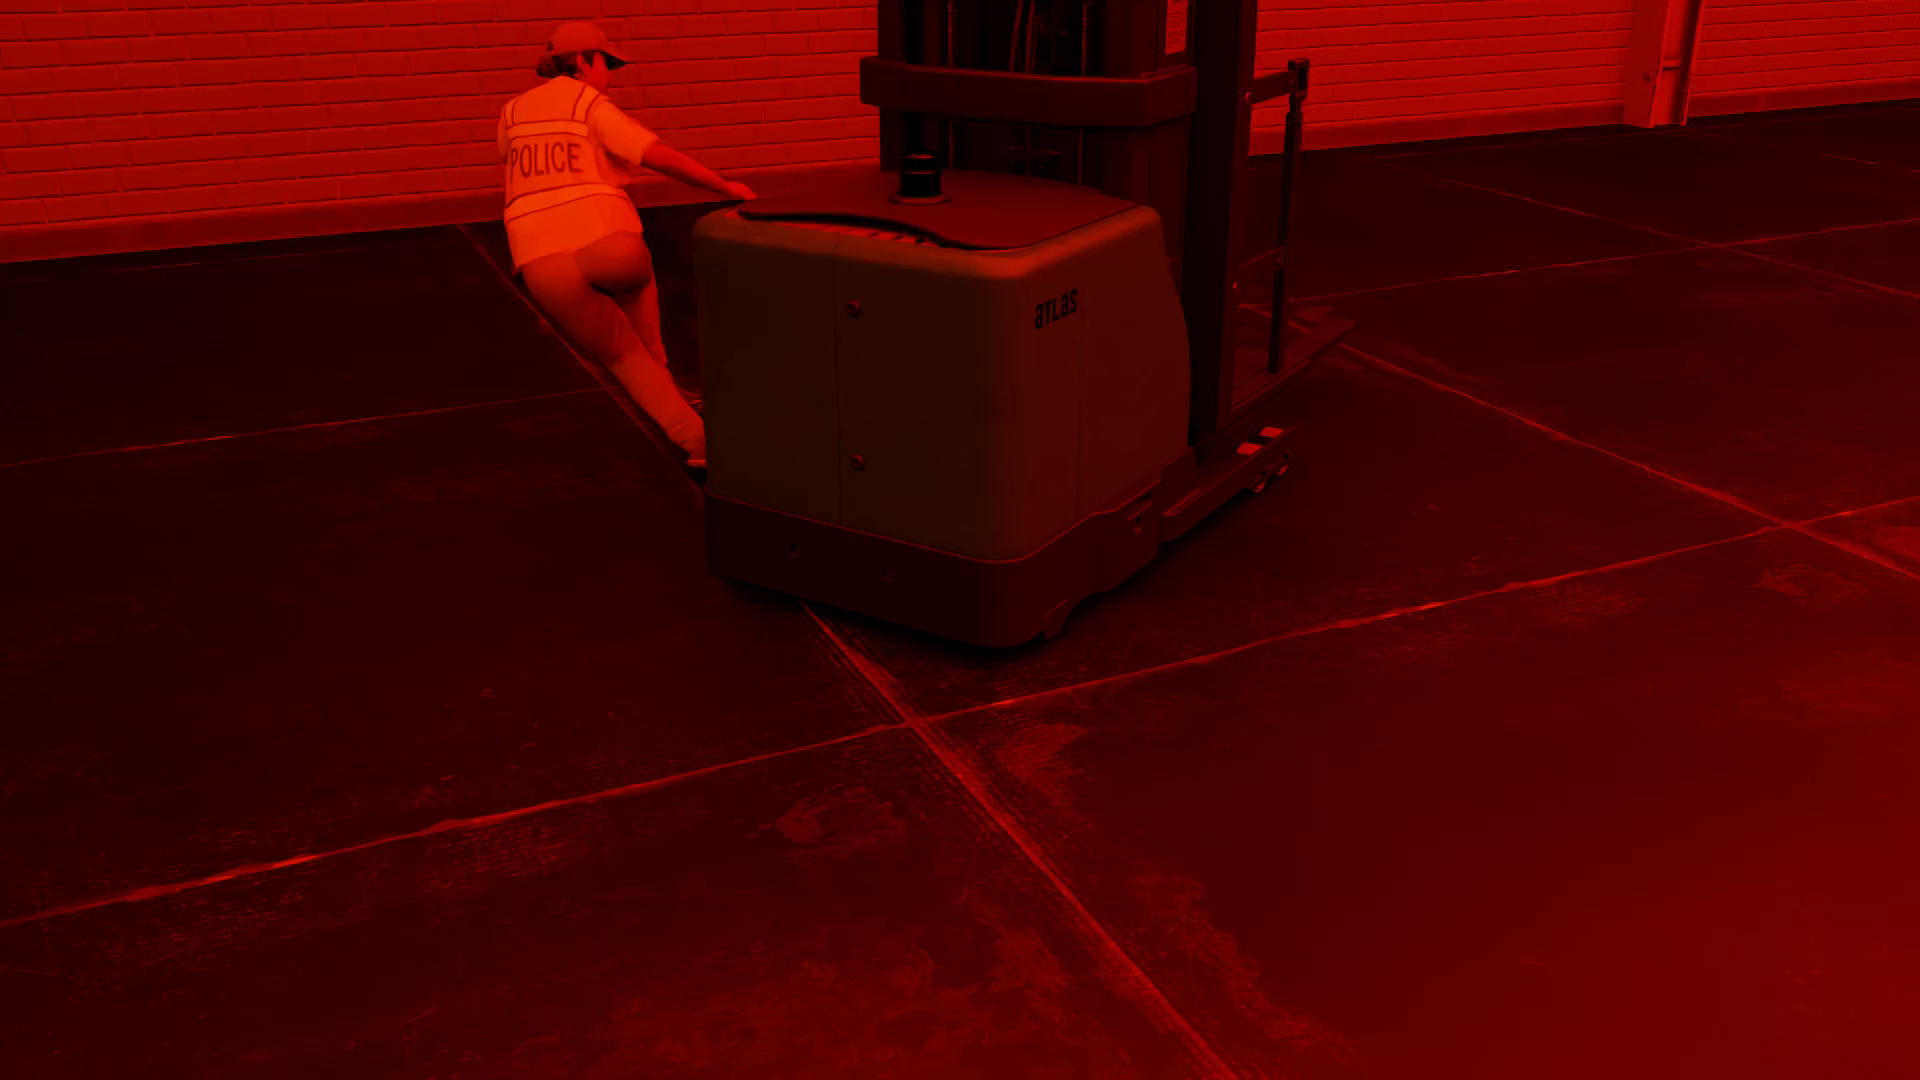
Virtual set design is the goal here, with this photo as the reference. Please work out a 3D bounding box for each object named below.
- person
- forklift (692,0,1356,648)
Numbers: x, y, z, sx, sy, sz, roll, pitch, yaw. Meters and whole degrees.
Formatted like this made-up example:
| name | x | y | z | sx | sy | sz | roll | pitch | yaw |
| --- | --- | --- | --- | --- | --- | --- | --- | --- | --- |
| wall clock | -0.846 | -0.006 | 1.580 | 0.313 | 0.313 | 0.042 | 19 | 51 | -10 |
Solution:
| name | x | y | z | sx | sy | sz | roll | pitch | yaw |
| --- | --- | --- | --- | --- | --- | --- | --- | --- | --- |
| person | -1.132 | -1.009 | 5.656 | 0.921 | 1.434 | 0.881 | 0 | 23 | 1 |
| forklift | 0.487 | -1.593 | 5.122 | 1.130 | 2.935 | 3.031 | 14 | 26 | 29 |
